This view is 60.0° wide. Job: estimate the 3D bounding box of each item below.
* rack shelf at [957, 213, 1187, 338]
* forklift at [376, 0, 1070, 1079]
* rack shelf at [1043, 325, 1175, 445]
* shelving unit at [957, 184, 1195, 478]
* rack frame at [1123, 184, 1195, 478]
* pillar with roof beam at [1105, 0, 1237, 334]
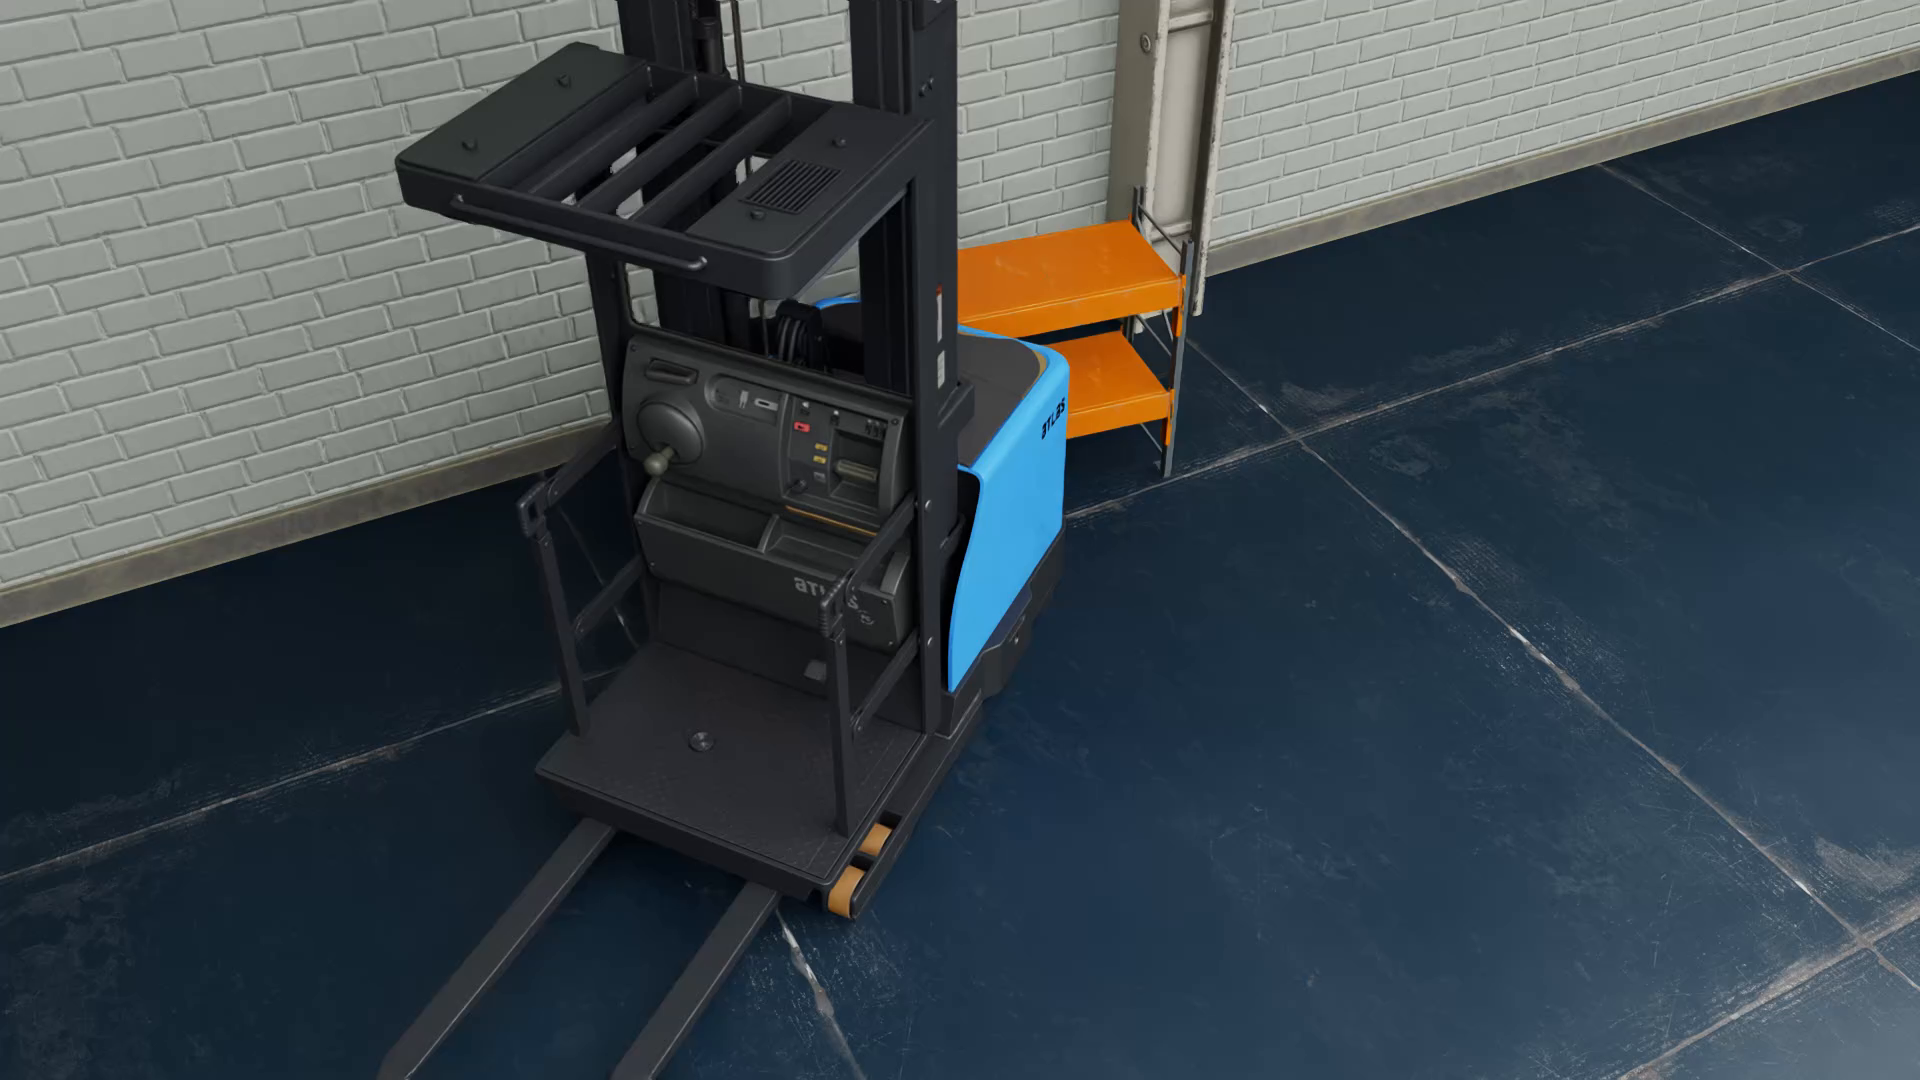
[{"bbox_3d":[0.319,-0.963,6.565,1.000,0.278,0.538,-13,42,-15],"label":"rack shelf"},{"bbox_3d":[-0.681,-0.237,4.761,1.130,2.935,3.031,17,43,19],"label":"forklift"},{"bbox_3d":[0.319,-0.553,6.912,1.000,0.278,0.538,-13,42,-15],"label":"rack shelf"},{"bbox_3d":[0.319,-0.740,6.754,1.048,1.125,0.538,-13,42,-15],"label":"shelving unit"},{"bbox_3d":[0.798,-0.850,6.884,0.032,1.125,0.500,-13,42,-15],"label":"rack frame"},{"bbox_3d":[2.917,-2.092,2.257,0.400,9.000,9.100,-19,44,-21],"label":"pillar with roof beam"}]
